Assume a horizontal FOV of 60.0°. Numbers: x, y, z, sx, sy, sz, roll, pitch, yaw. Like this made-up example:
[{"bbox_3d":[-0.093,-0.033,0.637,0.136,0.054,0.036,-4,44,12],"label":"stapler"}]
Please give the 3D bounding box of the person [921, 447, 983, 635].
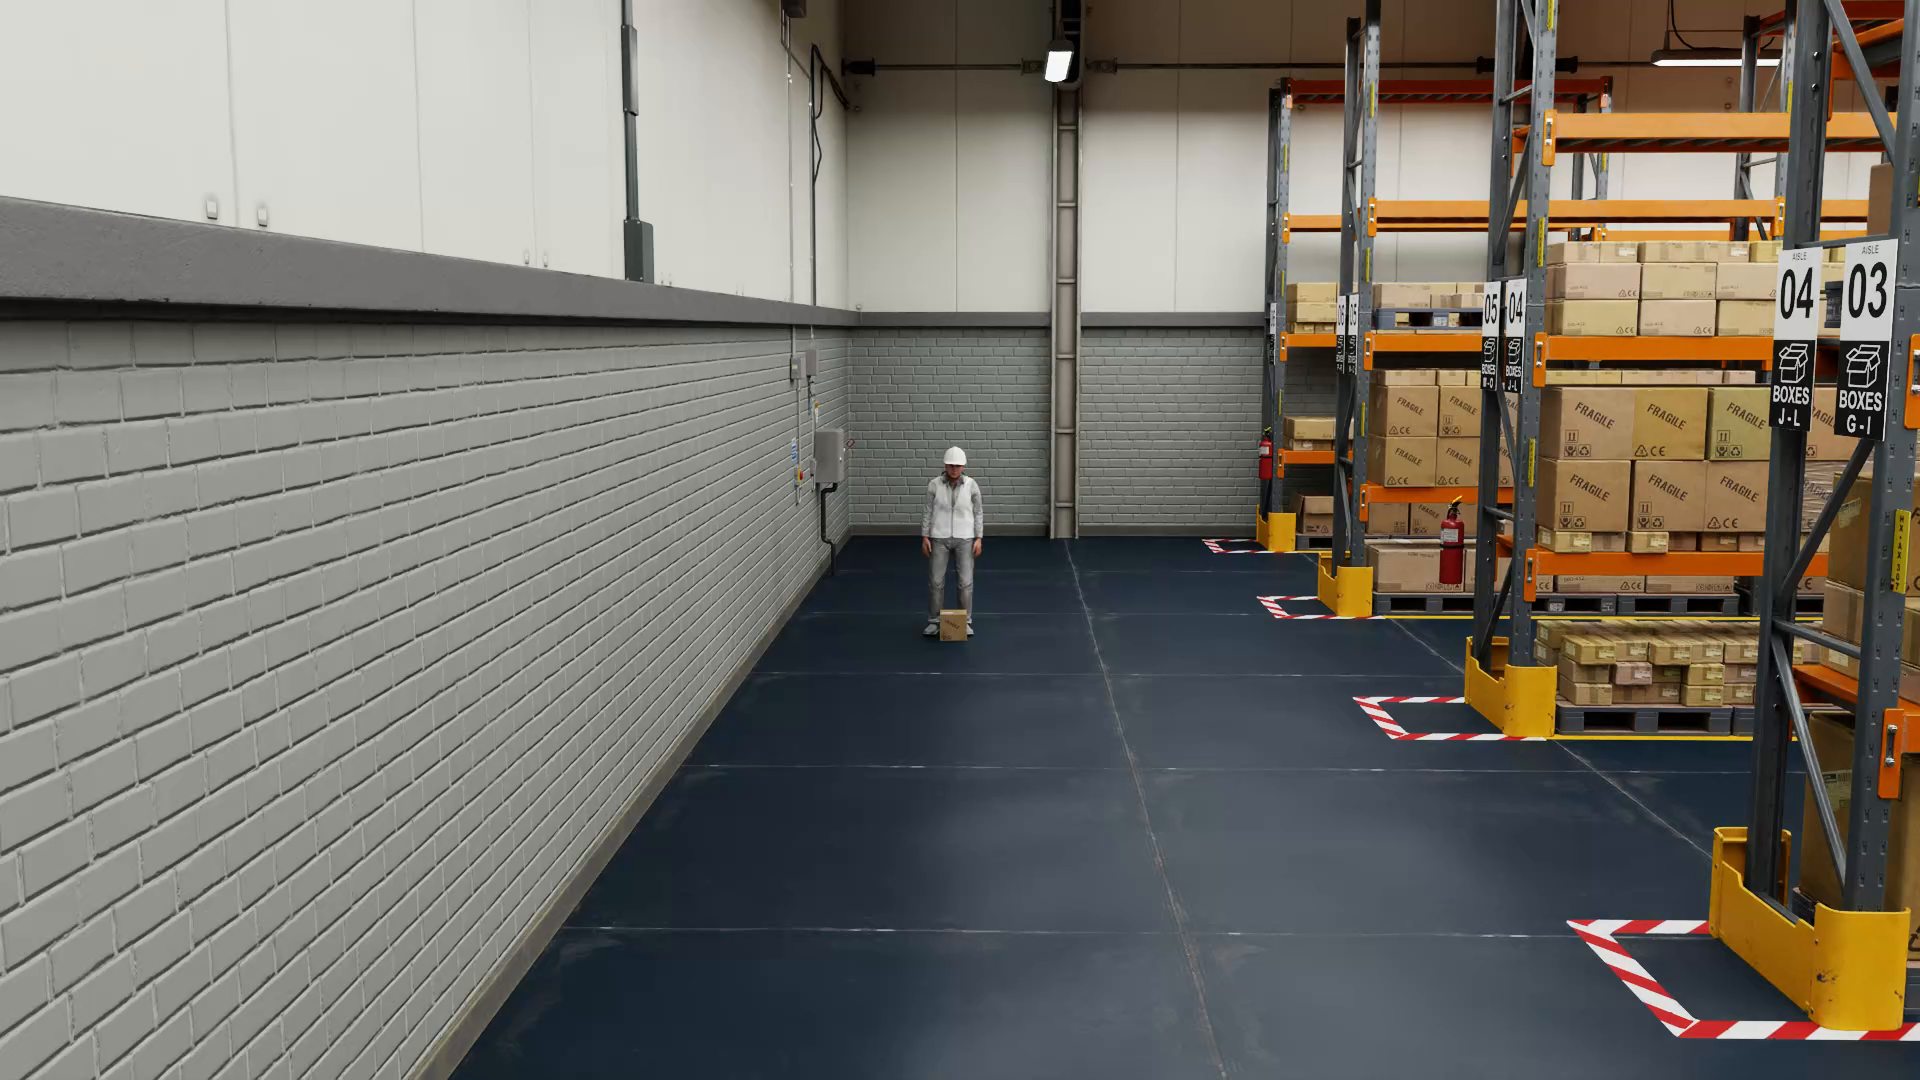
[{"bbox_3d":[-0.074,0.005,15.625,0.580,1.770,0.461,0,7,-1],"label":"person"}]
